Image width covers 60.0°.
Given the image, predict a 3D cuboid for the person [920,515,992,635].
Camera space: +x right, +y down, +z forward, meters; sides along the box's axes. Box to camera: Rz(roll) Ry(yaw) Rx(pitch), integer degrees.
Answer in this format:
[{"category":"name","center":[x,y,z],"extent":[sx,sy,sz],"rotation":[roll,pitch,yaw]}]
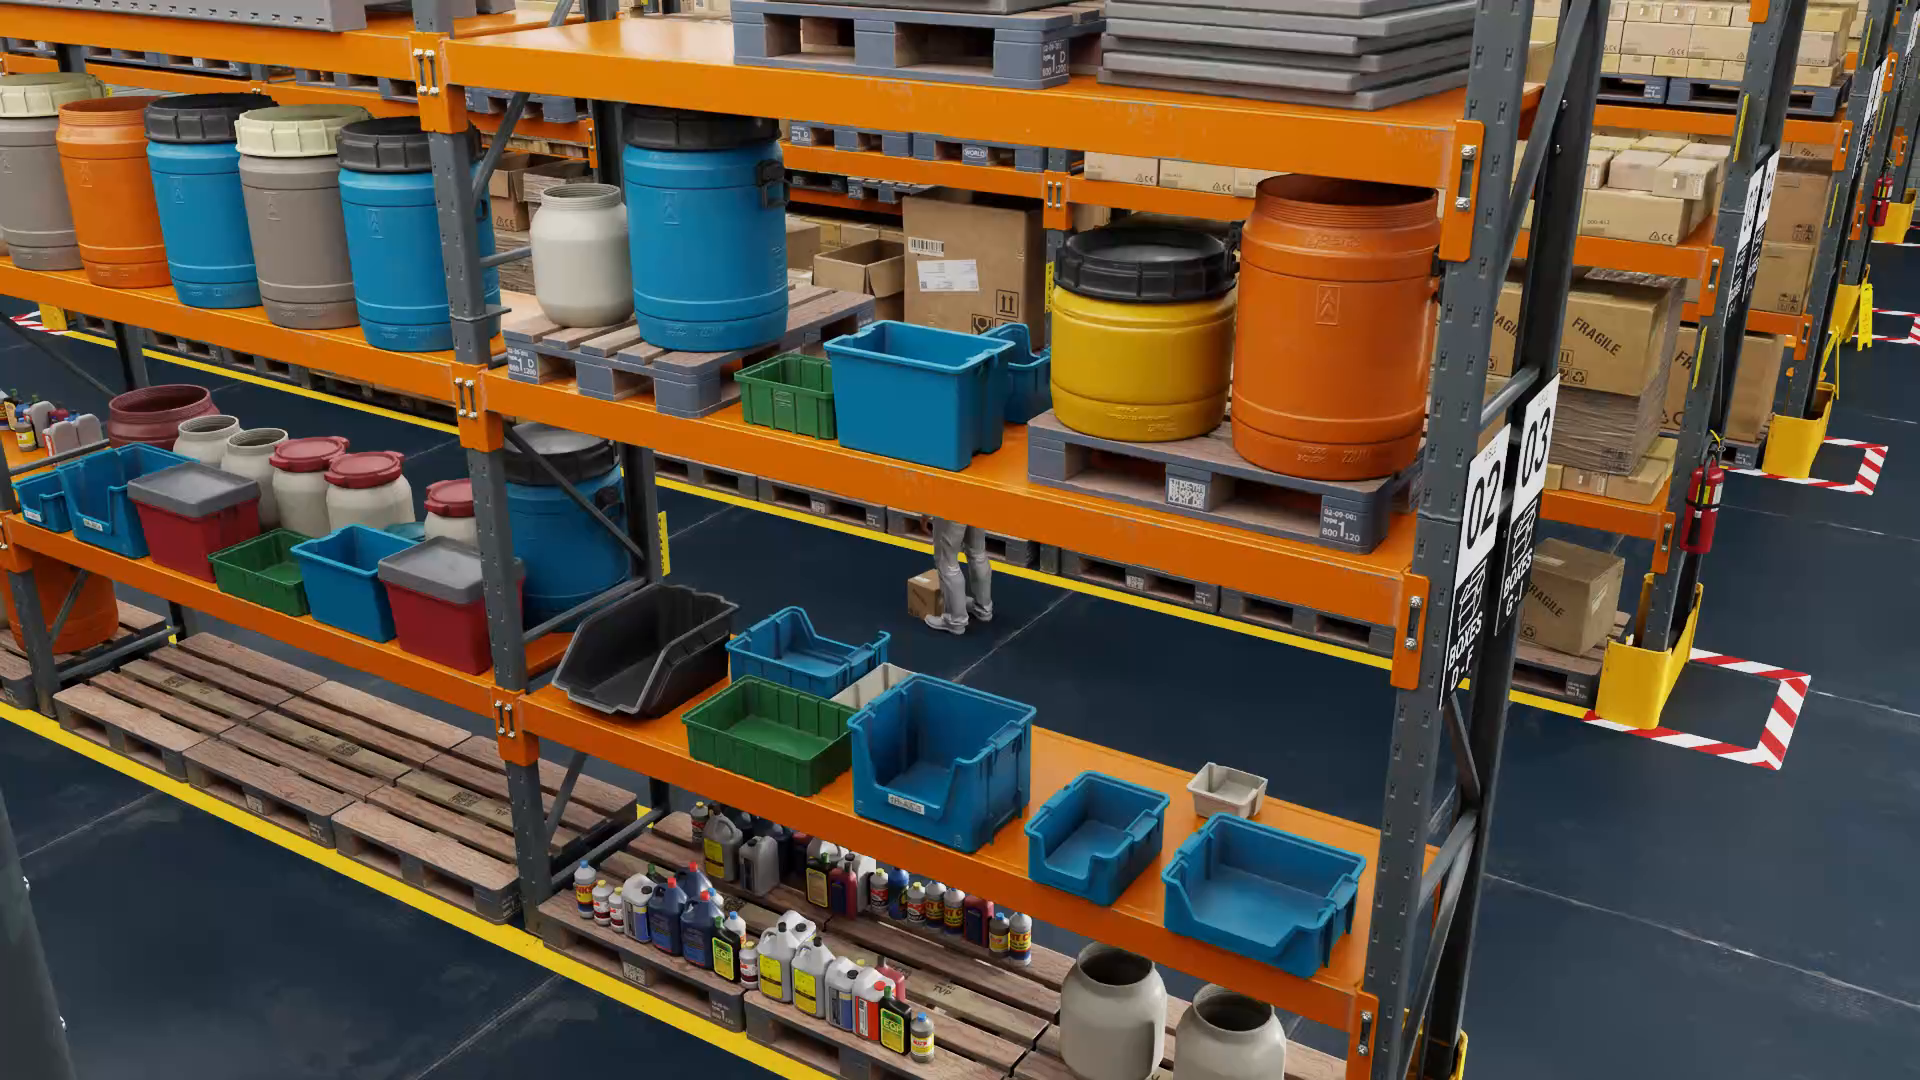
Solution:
[{"category":"person","center":[-0.012,-0.258,10.681],"extent":[0.462,1.760,0.636],"rotation":[21,31,40]}]
